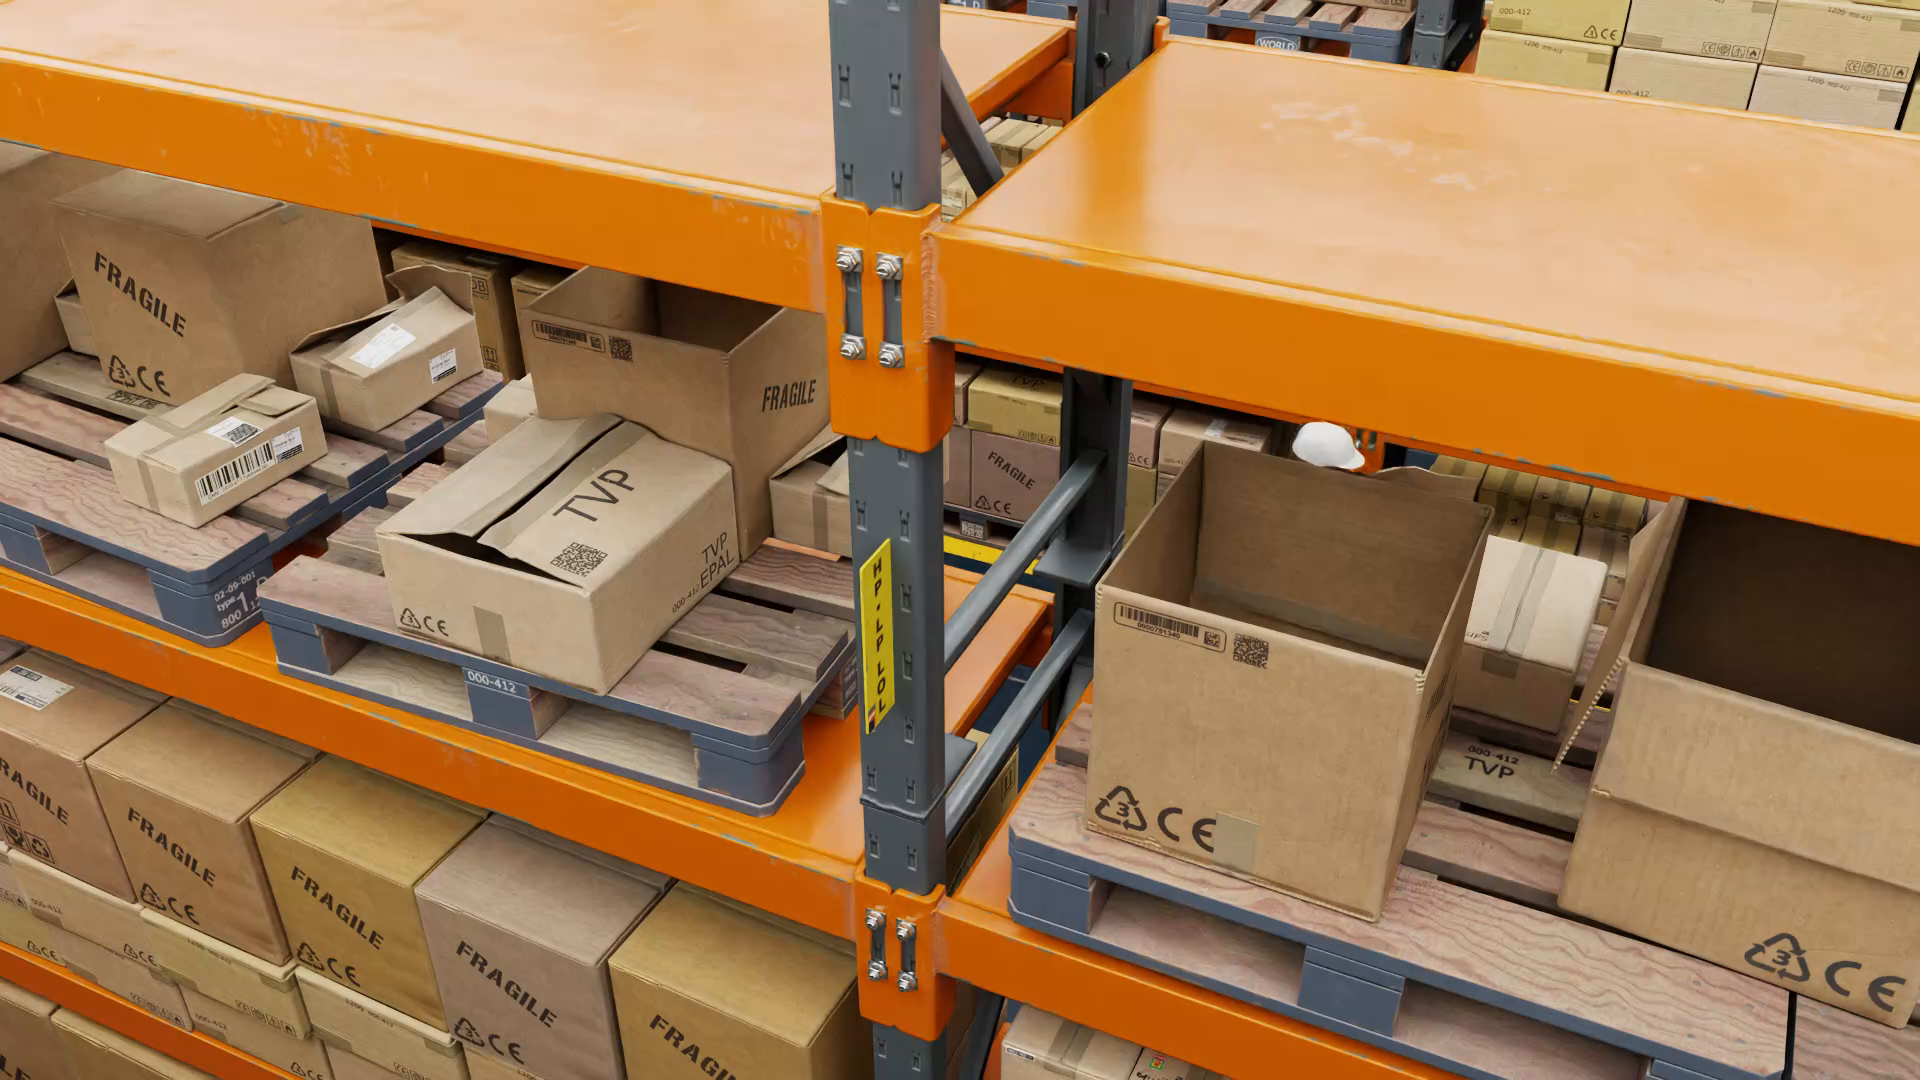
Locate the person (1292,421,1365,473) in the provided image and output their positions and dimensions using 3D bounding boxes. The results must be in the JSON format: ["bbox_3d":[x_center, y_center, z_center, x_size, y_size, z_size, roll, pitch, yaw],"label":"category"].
[{"bbox_3d":[1.401,0.249,7.114,0.594,1.734,0.501,14,36,20],"label":"person"}]
